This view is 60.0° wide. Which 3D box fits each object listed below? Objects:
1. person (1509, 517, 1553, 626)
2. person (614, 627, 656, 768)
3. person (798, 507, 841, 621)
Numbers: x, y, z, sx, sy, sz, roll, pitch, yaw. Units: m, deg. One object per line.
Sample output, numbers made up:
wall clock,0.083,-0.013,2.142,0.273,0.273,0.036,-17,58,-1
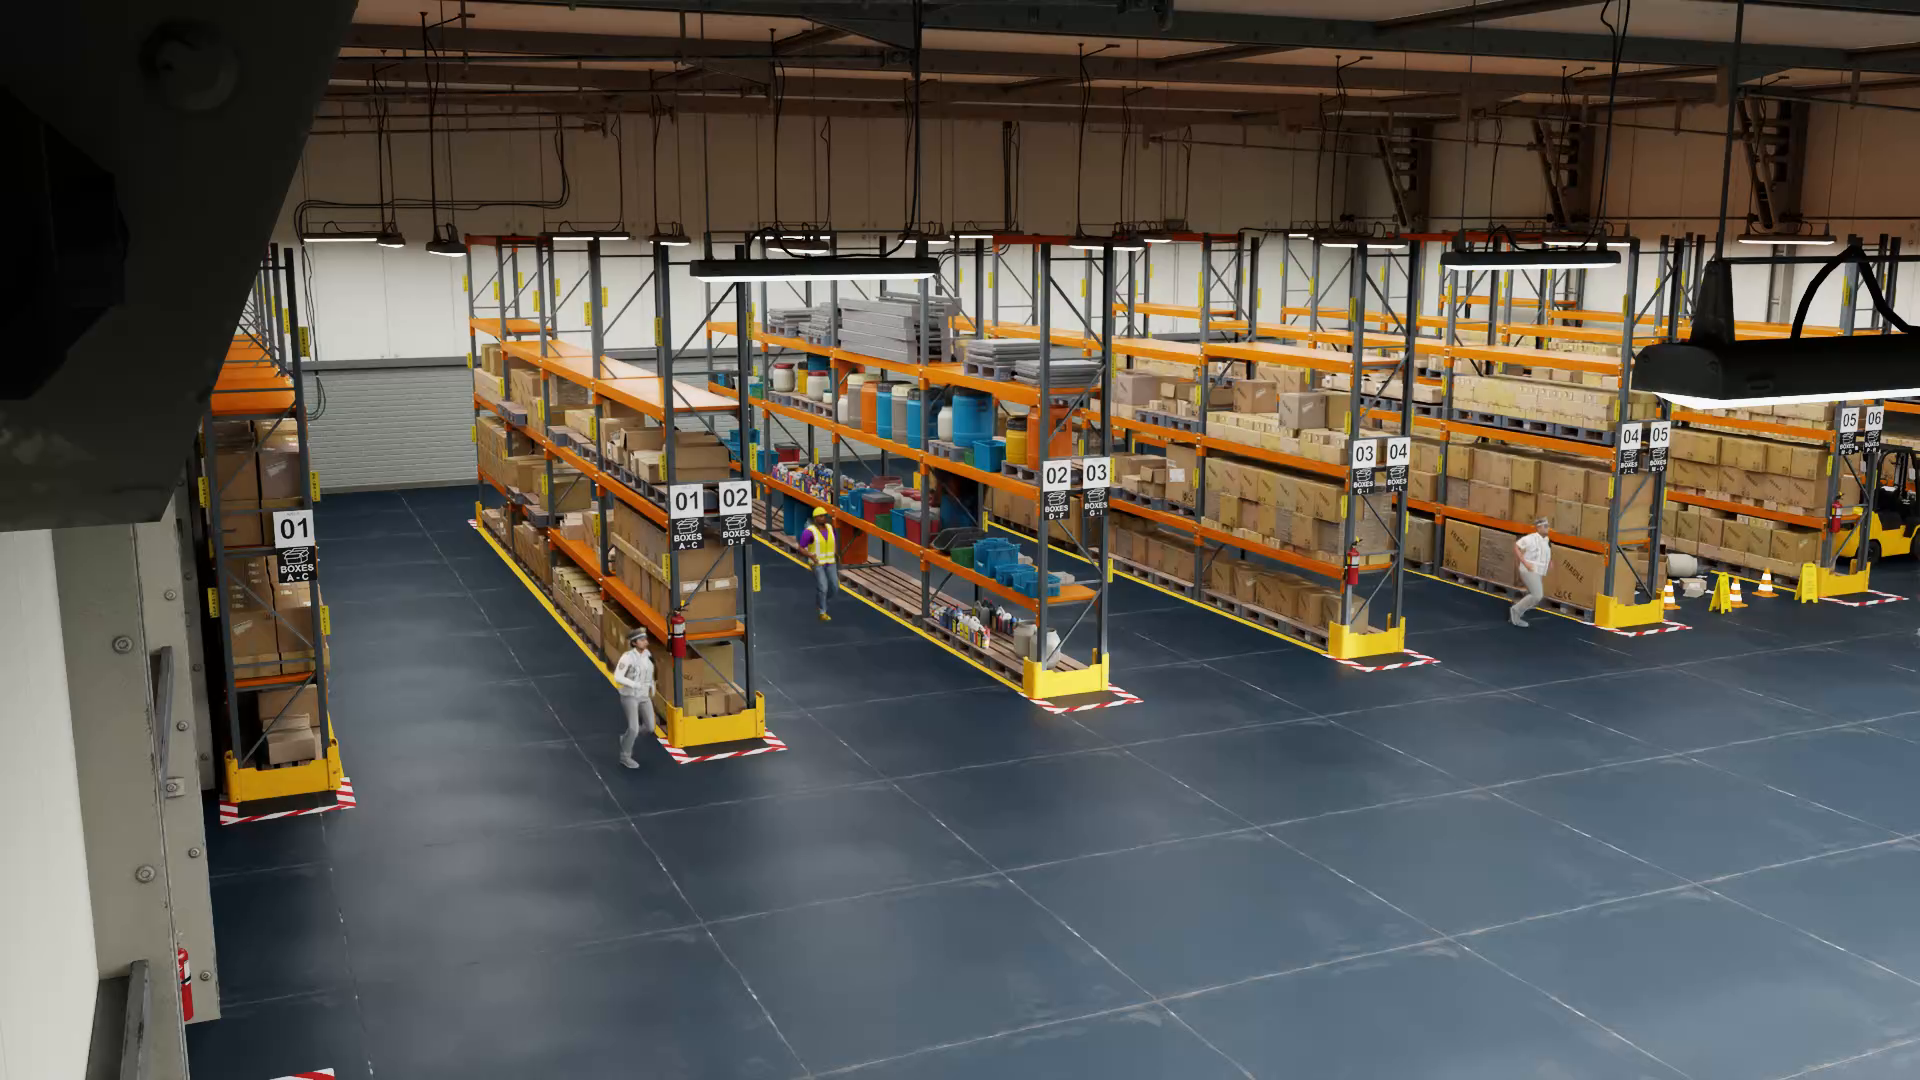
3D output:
person,9.002,0.489,26.048,0.673,1.723,0.598,-10,15,-42
person,-3.745,1.824,19.446,0.577,1.650,0.637,9,14,39
person,-2.086,0.360,25.222,0.696,1.735,0.557,-8,13,-34
